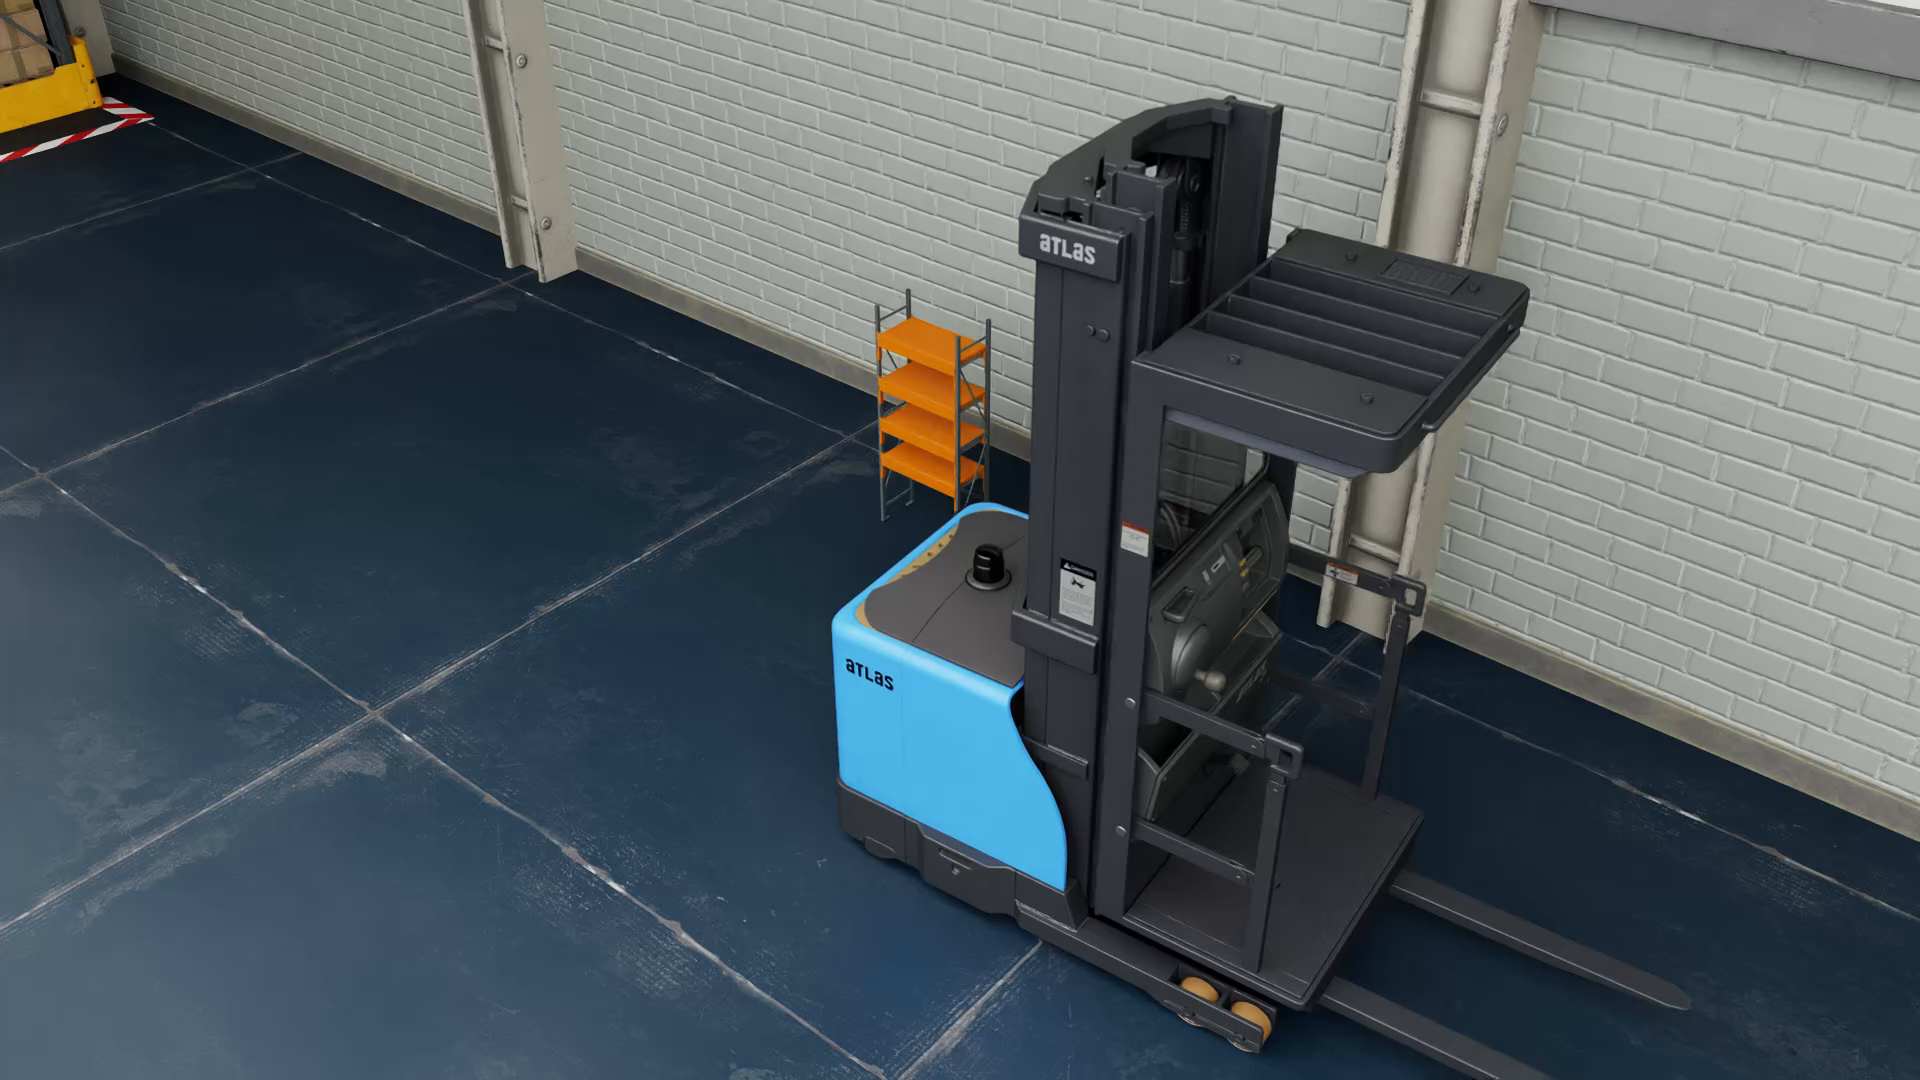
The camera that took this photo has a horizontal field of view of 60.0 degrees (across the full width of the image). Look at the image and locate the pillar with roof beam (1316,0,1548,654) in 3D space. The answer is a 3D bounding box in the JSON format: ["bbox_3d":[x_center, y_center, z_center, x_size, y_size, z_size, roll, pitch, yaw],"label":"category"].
[{"bbox_3d":[-0.859,-1.446,2.407,0.400,9.000,9.100,25,42,32],"label":"pillar with roof beam"}]

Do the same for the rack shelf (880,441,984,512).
[{"bbox_3d":[-0.127,-0.335,8.148,0.480,0.148,0.258,25,42,32],"label":"rack shelf"}]

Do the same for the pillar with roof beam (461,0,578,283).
[{"bbox_3d":[-5.470,-3.619,5.571,0.400,9.000,9.100,25,42,32],"label":"pillar with roof beam"}]

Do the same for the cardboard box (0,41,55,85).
[{"bbox_3d":[-7.620,-3.851,13.266,0.500,0.250,0.500,25,42,32],"label":"cardboard box"}]

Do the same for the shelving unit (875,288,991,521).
[{"bbox_3d":[-0.127,-0.555,7.998,0.503,1.200,0.258,25,42,32],"label":"shelving unit"}]

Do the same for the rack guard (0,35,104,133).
[{"bbox_3d":[-7.350,-3.509,12.918,0.348,0.500,1.175,25,42,32],"label":"rack guard"}]

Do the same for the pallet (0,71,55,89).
[{"bbox_3d":[-7.983,-3.658,13.390,1.213,0.211,1.003,25,42,32],"label":"pallet"}]

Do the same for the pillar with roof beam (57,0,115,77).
[{"bbox_3d":[-10.081,-5.793,8.736,0.400,9.000,9.100,25,42,32],"label":"pillar with roof beam"}]

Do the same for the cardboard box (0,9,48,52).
[{"bbox_3d":[-7.597,-4.055,13.121,0.500,0.250,0.500,26,42,33],"label":"cardboard box"}]

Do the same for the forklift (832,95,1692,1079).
[{"bbox_3d":[1.028,0.198,5.373,3.031,2.935,1.130,21,40,28],"label":"forklift"}]

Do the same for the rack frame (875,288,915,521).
[{"bbox_3d":[-0.315,-0.643,8.126,0.015,1.200,0.240,25,42,32],"label":"rack frame"}]

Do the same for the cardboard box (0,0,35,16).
[{"bbox_3d":[-7.616,-4.257,12.973,0.500,0.250,0.500,25,41,31],"label":"cardboard box"}]

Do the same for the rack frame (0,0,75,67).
[{"bbox_3d":[-7.368,-4.548,12.223,0.127,3.000,1.000,25,42,32],"label":"rack frame"}]

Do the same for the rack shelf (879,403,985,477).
[{"bbox_3d":[-0.127,-0.499,8.036,0.480,0.148,0.258,25,42,32],"label":"rack shelf"}]

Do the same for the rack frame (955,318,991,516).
[{"bbox_3d":[0.060,-0.466,7.869,0.015,1.200,0.240,25,42,32],"label":"rack frame"}]

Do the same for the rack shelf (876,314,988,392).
[{"bbox_3d":[-0.127,-0.878,7.775,0.480,0.148,0.258,25,42,32],"label":"rack shelf"}]

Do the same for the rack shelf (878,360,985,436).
[{"bbox_3d":[-0.127,-0.683,7.909,0.480,0.148,0.258,25,42,32],"label":"rack shelf"}]
